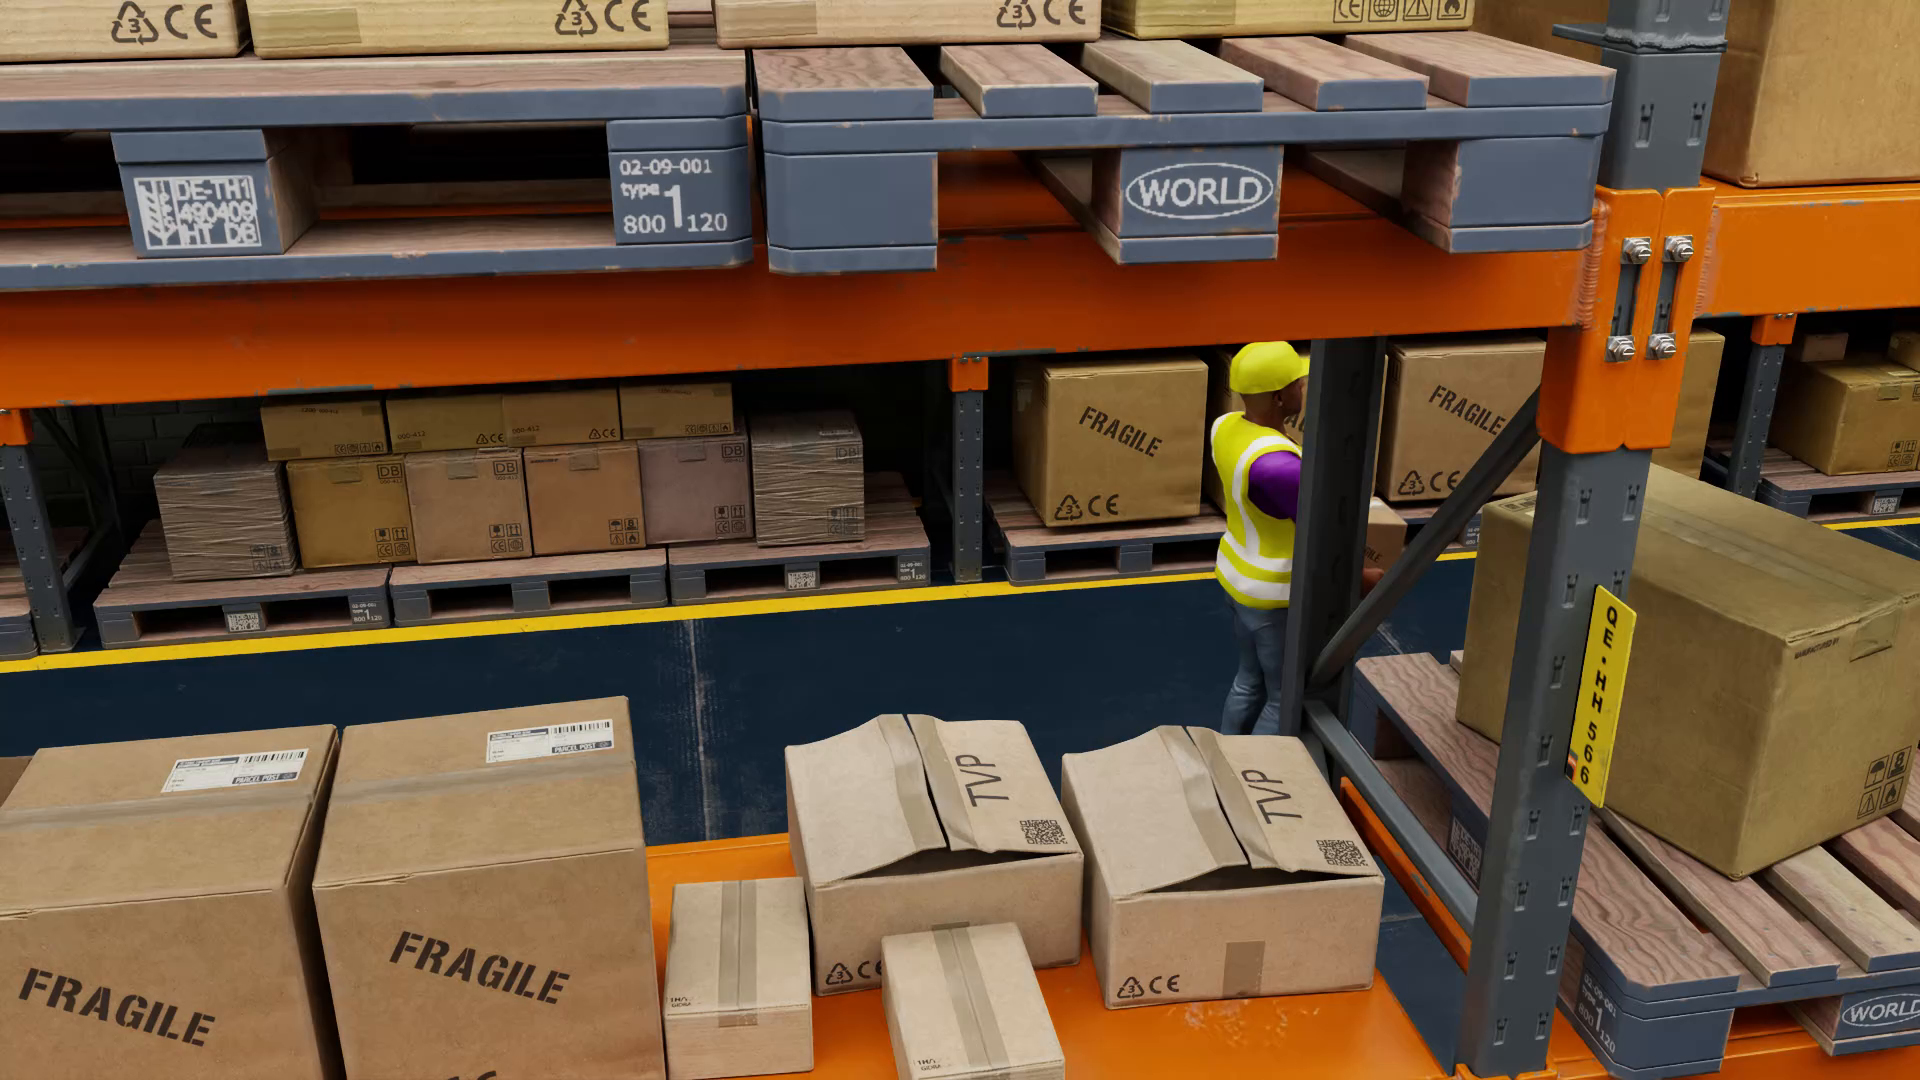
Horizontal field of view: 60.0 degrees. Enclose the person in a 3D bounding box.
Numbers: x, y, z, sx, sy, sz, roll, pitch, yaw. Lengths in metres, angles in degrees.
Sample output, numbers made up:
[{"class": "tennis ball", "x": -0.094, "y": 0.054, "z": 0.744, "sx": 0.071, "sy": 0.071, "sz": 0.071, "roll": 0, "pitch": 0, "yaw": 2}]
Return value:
[{"class": "person", "x": 1.148, "y": 0.156, "z": 5.711, "sx": 0.577, "sy": 1.760, "sz": 0.503, "roll": -4, "pitch": 23, "yaw": -9}]
